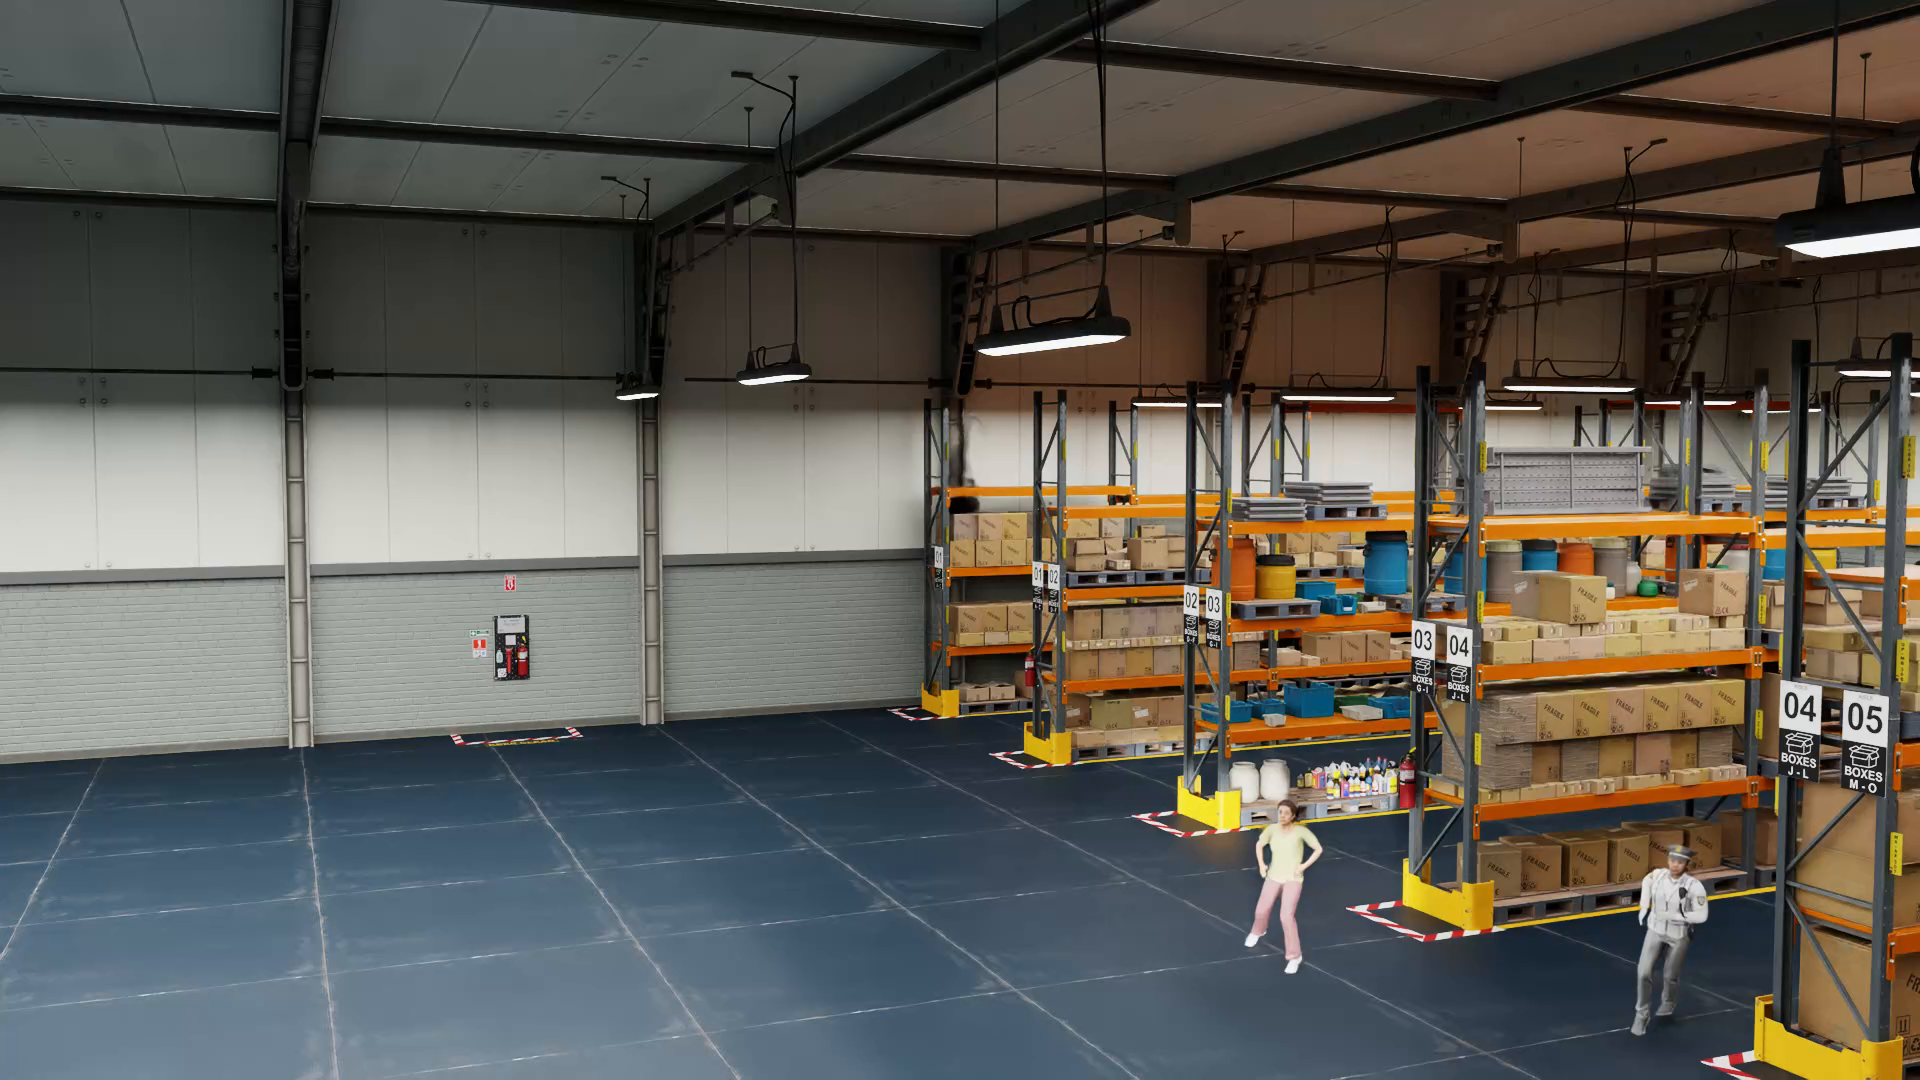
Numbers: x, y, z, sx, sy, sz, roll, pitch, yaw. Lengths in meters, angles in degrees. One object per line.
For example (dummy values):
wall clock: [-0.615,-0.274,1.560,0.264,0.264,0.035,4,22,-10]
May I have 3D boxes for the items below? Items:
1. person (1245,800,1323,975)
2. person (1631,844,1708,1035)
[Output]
person: [3.179,3.386,16.522,0.814,1.663,0.743,2,4,28]
person: [6.257,3.501,14.590,0.608,1.759,0.666,2,4,36]
